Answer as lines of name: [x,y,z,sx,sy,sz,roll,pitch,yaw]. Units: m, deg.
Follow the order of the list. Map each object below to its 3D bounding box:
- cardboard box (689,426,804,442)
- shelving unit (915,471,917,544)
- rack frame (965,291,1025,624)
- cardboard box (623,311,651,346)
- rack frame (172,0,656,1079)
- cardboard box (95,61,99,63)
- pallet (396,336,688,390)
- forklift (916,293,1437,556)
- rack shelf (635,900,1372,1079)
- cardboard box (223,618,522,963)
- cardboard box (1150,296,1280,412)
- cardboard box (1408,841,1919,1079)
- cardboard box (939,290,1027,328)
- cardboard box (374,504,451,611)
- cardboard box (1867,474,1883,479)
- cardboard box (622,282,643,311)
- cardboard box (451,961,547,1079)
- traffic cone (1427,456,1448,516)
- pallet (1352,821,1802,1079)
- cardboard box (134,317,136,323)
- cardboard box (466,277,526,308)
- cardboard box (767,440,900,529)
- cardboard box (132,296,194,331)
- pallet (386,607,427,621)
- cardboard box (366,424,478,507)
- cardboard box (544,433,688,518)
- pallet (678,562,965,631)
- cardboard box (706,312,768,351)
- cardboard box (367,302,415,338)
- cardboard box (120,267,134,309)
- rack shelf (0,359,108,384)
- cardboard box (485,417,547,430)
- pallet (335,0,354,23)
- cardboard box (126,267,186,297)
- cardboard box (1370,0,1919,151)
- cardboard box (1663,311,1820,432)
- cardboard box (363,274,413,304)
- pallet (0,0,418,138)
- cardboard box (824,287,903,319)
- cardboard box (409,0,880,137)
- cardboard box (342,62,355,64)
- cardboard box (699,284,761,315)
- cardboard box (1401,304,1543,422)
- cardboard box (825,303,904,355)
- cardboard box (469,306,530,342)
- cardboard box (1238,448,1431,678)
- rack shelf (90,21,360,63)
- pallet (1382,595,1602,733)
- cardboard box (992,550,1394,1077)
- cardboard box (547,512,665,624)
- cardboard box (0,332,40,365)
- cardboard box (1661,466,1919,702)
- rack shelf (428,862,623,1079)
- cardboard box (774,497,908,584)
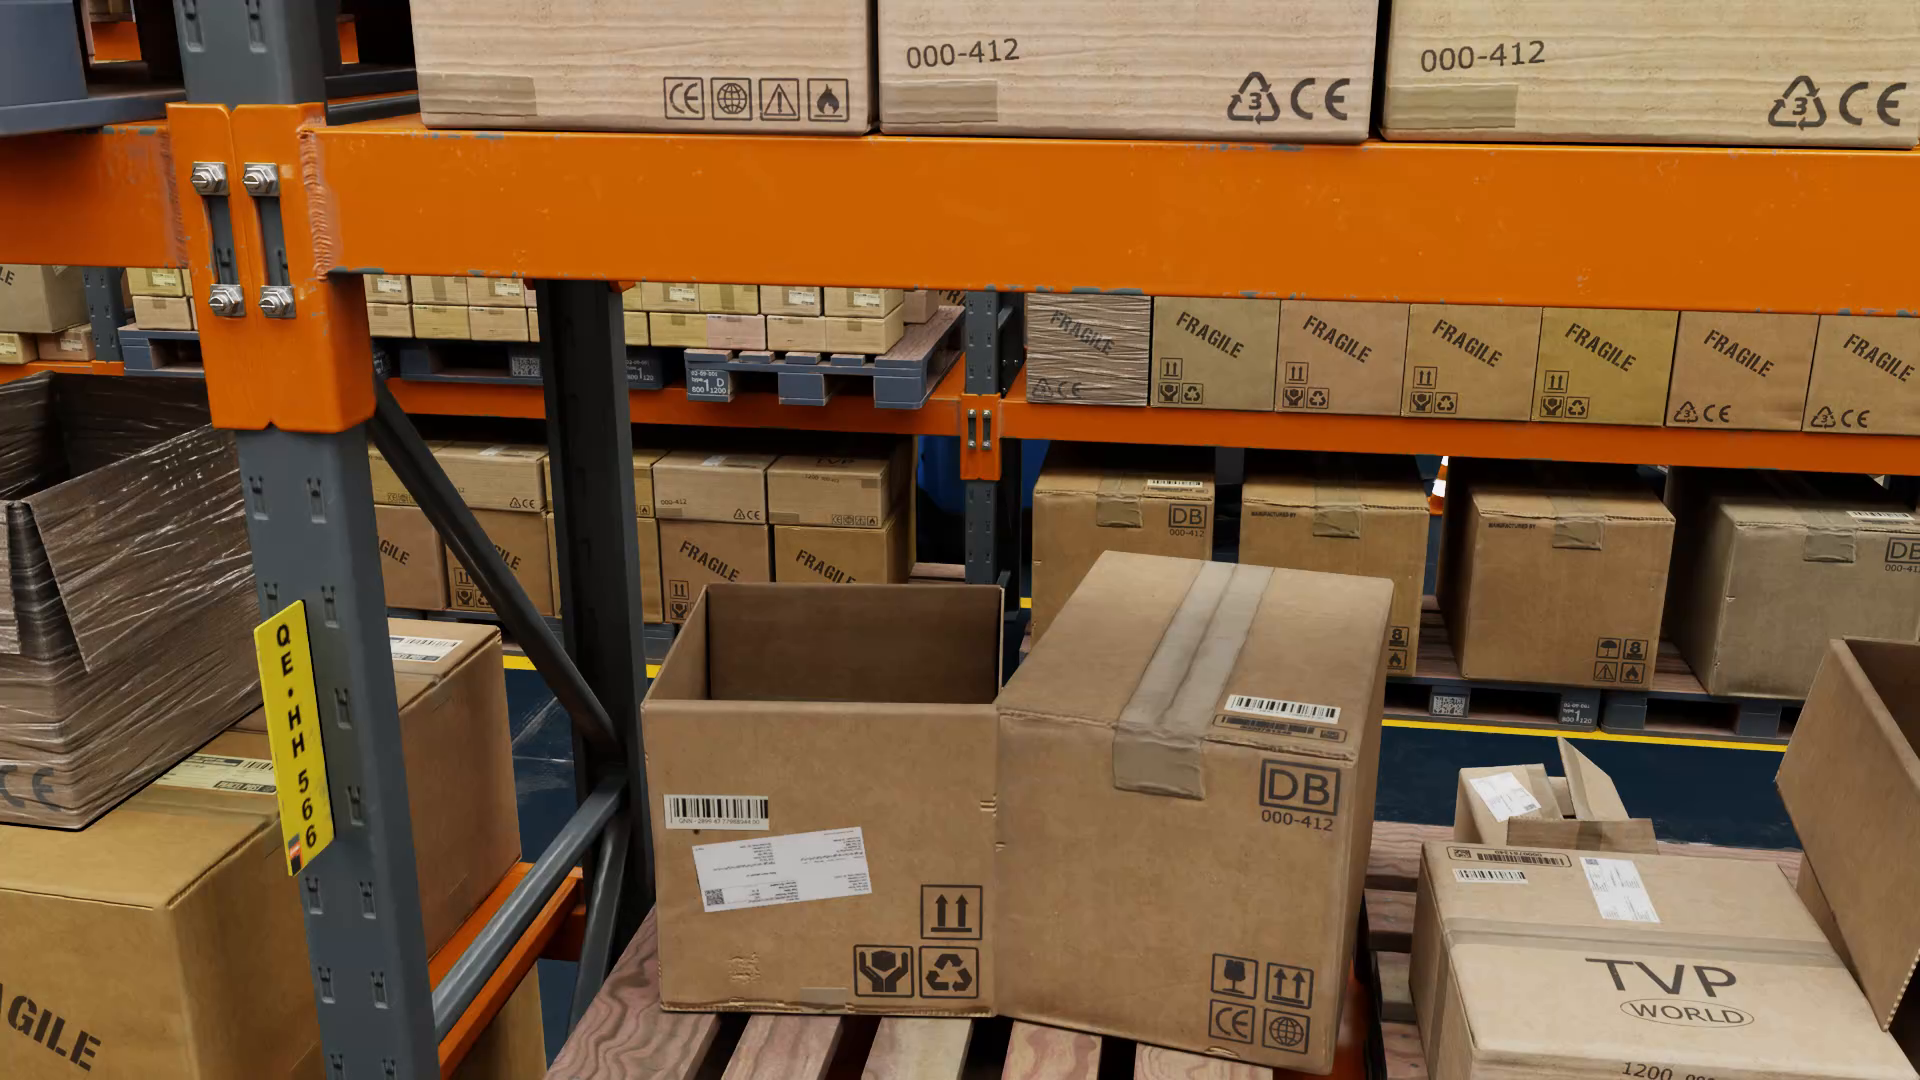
cardboard box: [-0.981,-0.437,7.977,0.500,0.250,0.500,3,19,8]
shelving unit: [-0.803,-0.475,8.951,1.048,1.125,0.538,4,19,12]
rack frame: [0.162,-0.931,7.359,0.127,3.000,1.000,3,19,9]
cardboard box: [-1.408,-0.945,7.133,0.250,0.149,0.380,2,19,6]
rack frame: [-0.724,0.617,2.733,0.053,2.616,0.949,3,19,9]
cardboard box: [-6.475,-3.623,12.649,0.250,0.149,0.380,3,19,10]
pallet: [-1.799,-0.927,7.649,1.213,0.211,1.003,3,19,9]
forklift: [1.236,-1.515,9.211,3.031,2.935,1.130,-5,19,-15]
rack shelf: [1.250,1.059,2.543,4.000,0.370,1.077,3,19,9]
cardboard box: [-1.161,0.460,3.042,0.500,0.500,0.500,3,19,10]
cardboard box: [1.065,-0.847,6.949,0.500,0.500,0.500,3,19,8]
cardboard box: [0.894,0.646,2.220,0.500,0.250,0.500,2,19,7]
cardboard box: [0.179,-1.739,12.461,0.875,0.875,0.875,3,19,8]
cardboard box: [-2.577,0.000,7.853,0.500,0.500,0.500,4,19,11]
cardboard box: [5.639,-0.621,10.368,0.500,0.500,0.500,-15,24,-38]
cardboard box: [-1.414,-1.086,7.086,0.250,0.149,0.380,3,19,8]
cardboard box: [-1.402,1.385,3.124,0.875,0.875,1.225,2,19,6]
traffic cone: [2.906,-0.408,9.793,0.334,0.463,0.336,3,19,9]
pallet: [1.237,0.795,2.501,1.213,0.211,1.003,3,19,9]
cardboard box: [-4.015,-1.130,8.349,0.250,0.149,0.380,4,19,11]
cardboard box: [-1.927,-1.112,7.163,0.250,0.149,0.380,3,19,8]
cardboard box: [-0.555,-0.253,7.427,0.500,0.250,0.500,2,19,7]
cardboard box: [-3.471,-1.049,7.444,0.250,0.149,0.380,2,19,6]
pallet: [-3.018,0.229,8.287,1.213,0.211,1.003,3,19,9]
cardboard box: [-2.573,-0.356,7.735,0.500,0.250,0.500,3,19,10]
cardboard box: [-1.554,-0.305,7.584,0.500,0.250,0.500,3,19,10]
pallet: [-0.609,0.351,7.920,1.213,0.211,1.003,3,19,9]
cardboard box: [-0.897,-0.918,7.053,0.250,0.149,0.380,3,19,10]
cardboard box: [-2.451,-0.997,7.290,0.250,0.149,0.380,2,19,6]
cardboard box: [-4.236,-1.425,8.208,0.500,0.500,0.500,3,19,8]
rack shelf: [-5.762,-0.892,8.376,4.000,0.370,1.077,3,19,9]
cardboard box: [-1.982,-0.491,8.140,0.500,0.250,0.500,2,19,6]
pallet: [-2.170,-2.350,7.169,1.003,0.211,1.213,3,19,9]
cardboard box: [-3.471,-1.190,7.397,0.250,0.149,0.380,3,19,10]
cardboard box: [0.715,-0.582,1.823,0.500,0.250,0.500,3,19,10]
cardboard box: [3.055,-0.745,6.646,0.500,0.500,0.500,3,19,8]
cardboard box: [-2.437,-1.139,7.244,0.250,0.149,0.380,4,19,11]
pallet: [-1.369,-0.731,2.331,1.003,0.211,1.213,4,19,11]
cardboard box: [-0.398,-1.035,6.933,0.250,0.149,0.380,3,19,10]
cardboard box: [-0.301,-0.630,1.969,0.500,0.250,0.500,3,19,10]
cardboard box: [-4.450,-3.505,12.295,0.250,0.149,0.380,3,19,8]
cardboard box: [-0.922,-1.060,7.009,0.250,0.149,0.380,3,19,10]
cardboard box: [2.054,-0.795,6.796,0.500,0.500,0.500,3,19,8]
cardboard box: [-0.398,-0.892,6.976,0.250,0.149,0.380,3,19,10]
cardboard box: [-1.933,-0.971,7.212,0.250,0.149,0.380,2,19,6]
cardboard box: [1.613,0.038,7.345,0.750,0.750,1.050,3,19,9]
rack shelf: [-1.813,-2.113,7.298,4.000,0.370,1.077,3,19,9]
pallet: [2.130,0.517,7.427,1.213,0.211,1.003,3,19,9]
cardboard box: [0.382,0.382,2.613,0.500,0.500,0.700,6,19,17]
cardboard box: [-1.566,0.055,7.689,0.500,0.500,0.500,2,19,6]
cardboard box: [-4.378,-0.933,7.761,0.250,0.149,0.380,2,19,7]
cardboard box: [3.484,0.135,7.057,0.750,0.750,1.050,3,19,8]
rack shelf: [-2.699,0.858,3.145,4.000,0.370,1.077,3,19,9]
cardboard box: [-0.529,0.104,7.543,0.500,0.500,0.500,3,19,8]
